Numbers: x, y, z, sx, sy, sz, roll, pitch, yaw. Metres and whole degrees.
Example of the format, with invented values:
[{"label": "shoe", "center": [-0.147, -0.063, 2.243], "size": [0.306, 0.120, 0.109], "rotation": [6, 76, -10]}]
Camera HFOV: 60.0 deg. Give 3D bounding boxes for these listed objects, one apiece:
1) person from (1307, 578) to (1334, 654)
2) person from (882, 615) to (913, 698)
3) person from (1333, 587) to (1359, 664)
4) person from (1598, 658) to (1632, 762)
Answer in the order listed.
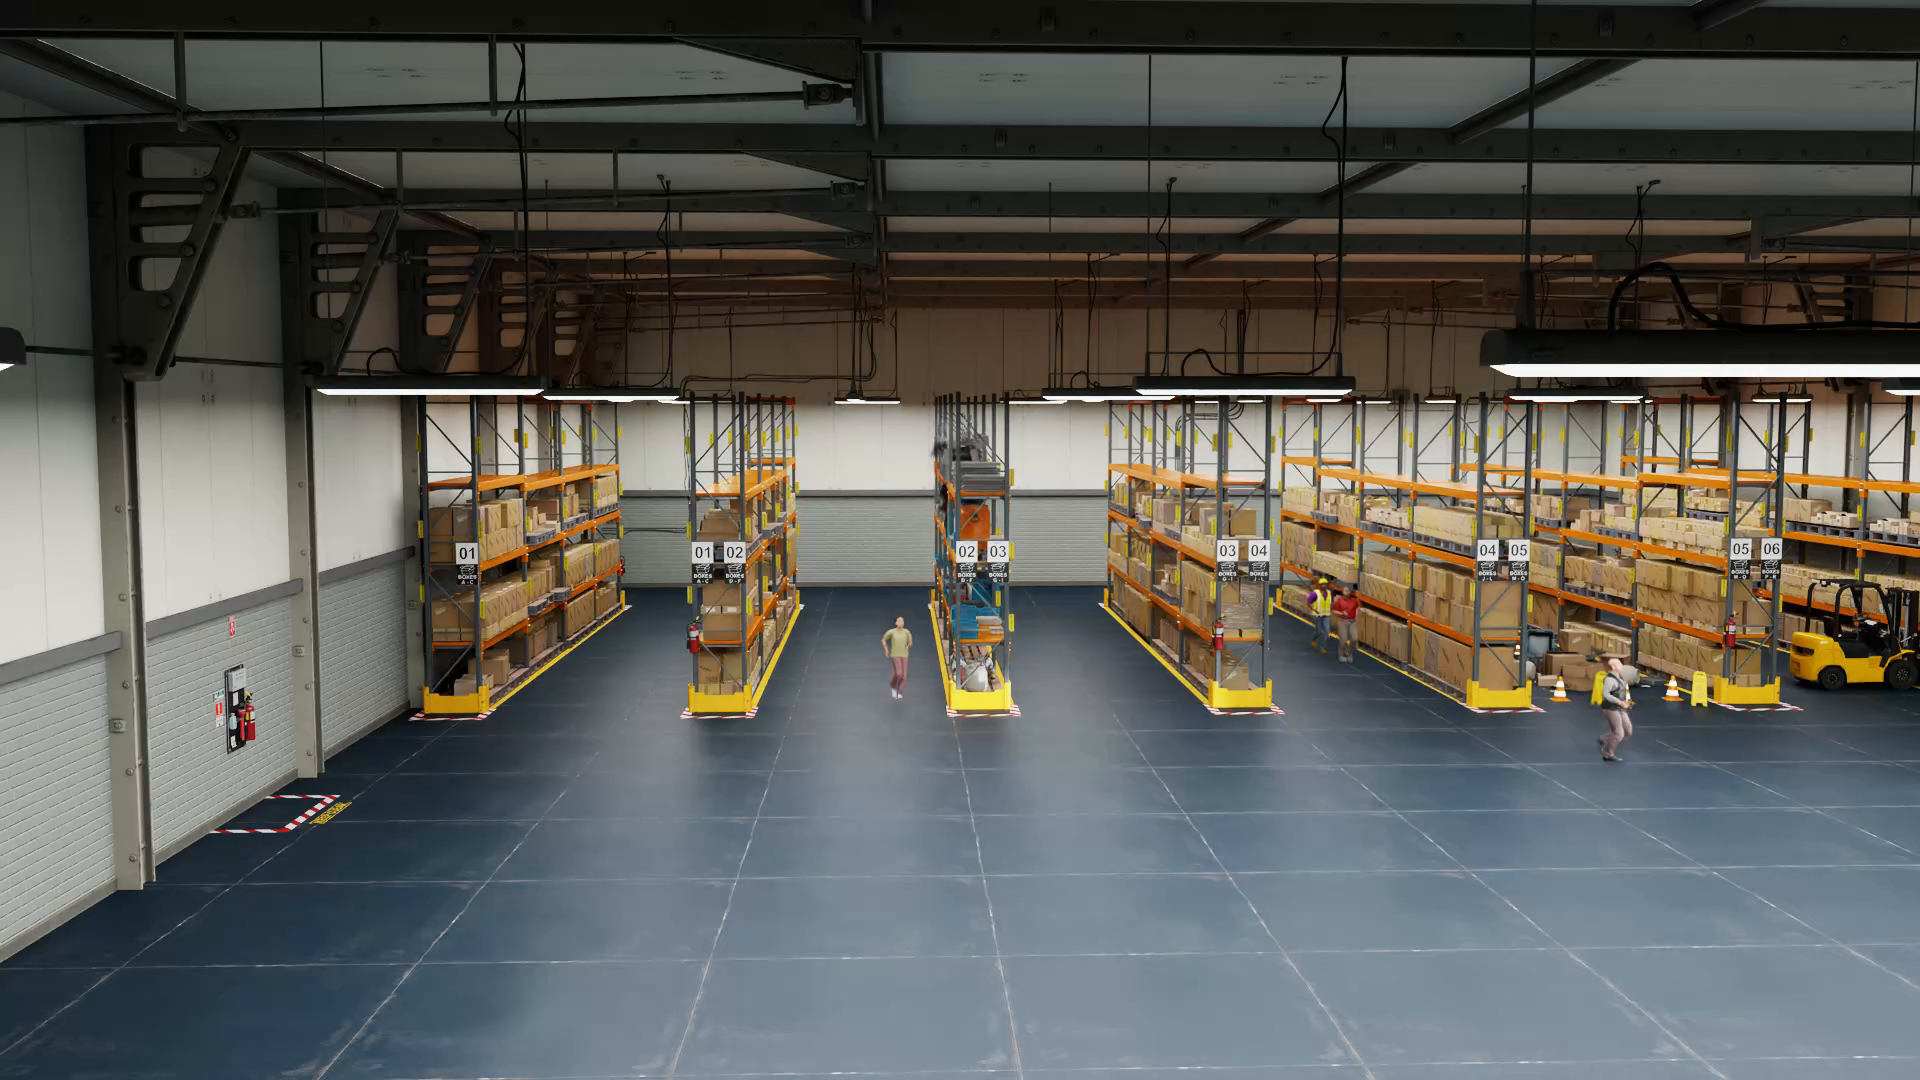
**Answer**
[{"label": "person", "center": [8.411, 1.754, 38.680], "size": [0.697, 1.743, 0.768], "rotation": [-1, 5, -11]}, {"label": "person", "center": [-1.168, 2.277, 32.201], "size": [0.561, 1.629, 0.595], "rotation": [-2, 5, -21]}, {"label": "person", "center": [8.648, 1.911, 37.071], "size": [0.645, 1.733, 0.651], "rotation": [0, 5, -5]}, {"label": "person", "center": [10.559, 2.736, 26.792], "size": [0.576, 1.675, 0.638], "rotation": [3, 6, 37]}]
